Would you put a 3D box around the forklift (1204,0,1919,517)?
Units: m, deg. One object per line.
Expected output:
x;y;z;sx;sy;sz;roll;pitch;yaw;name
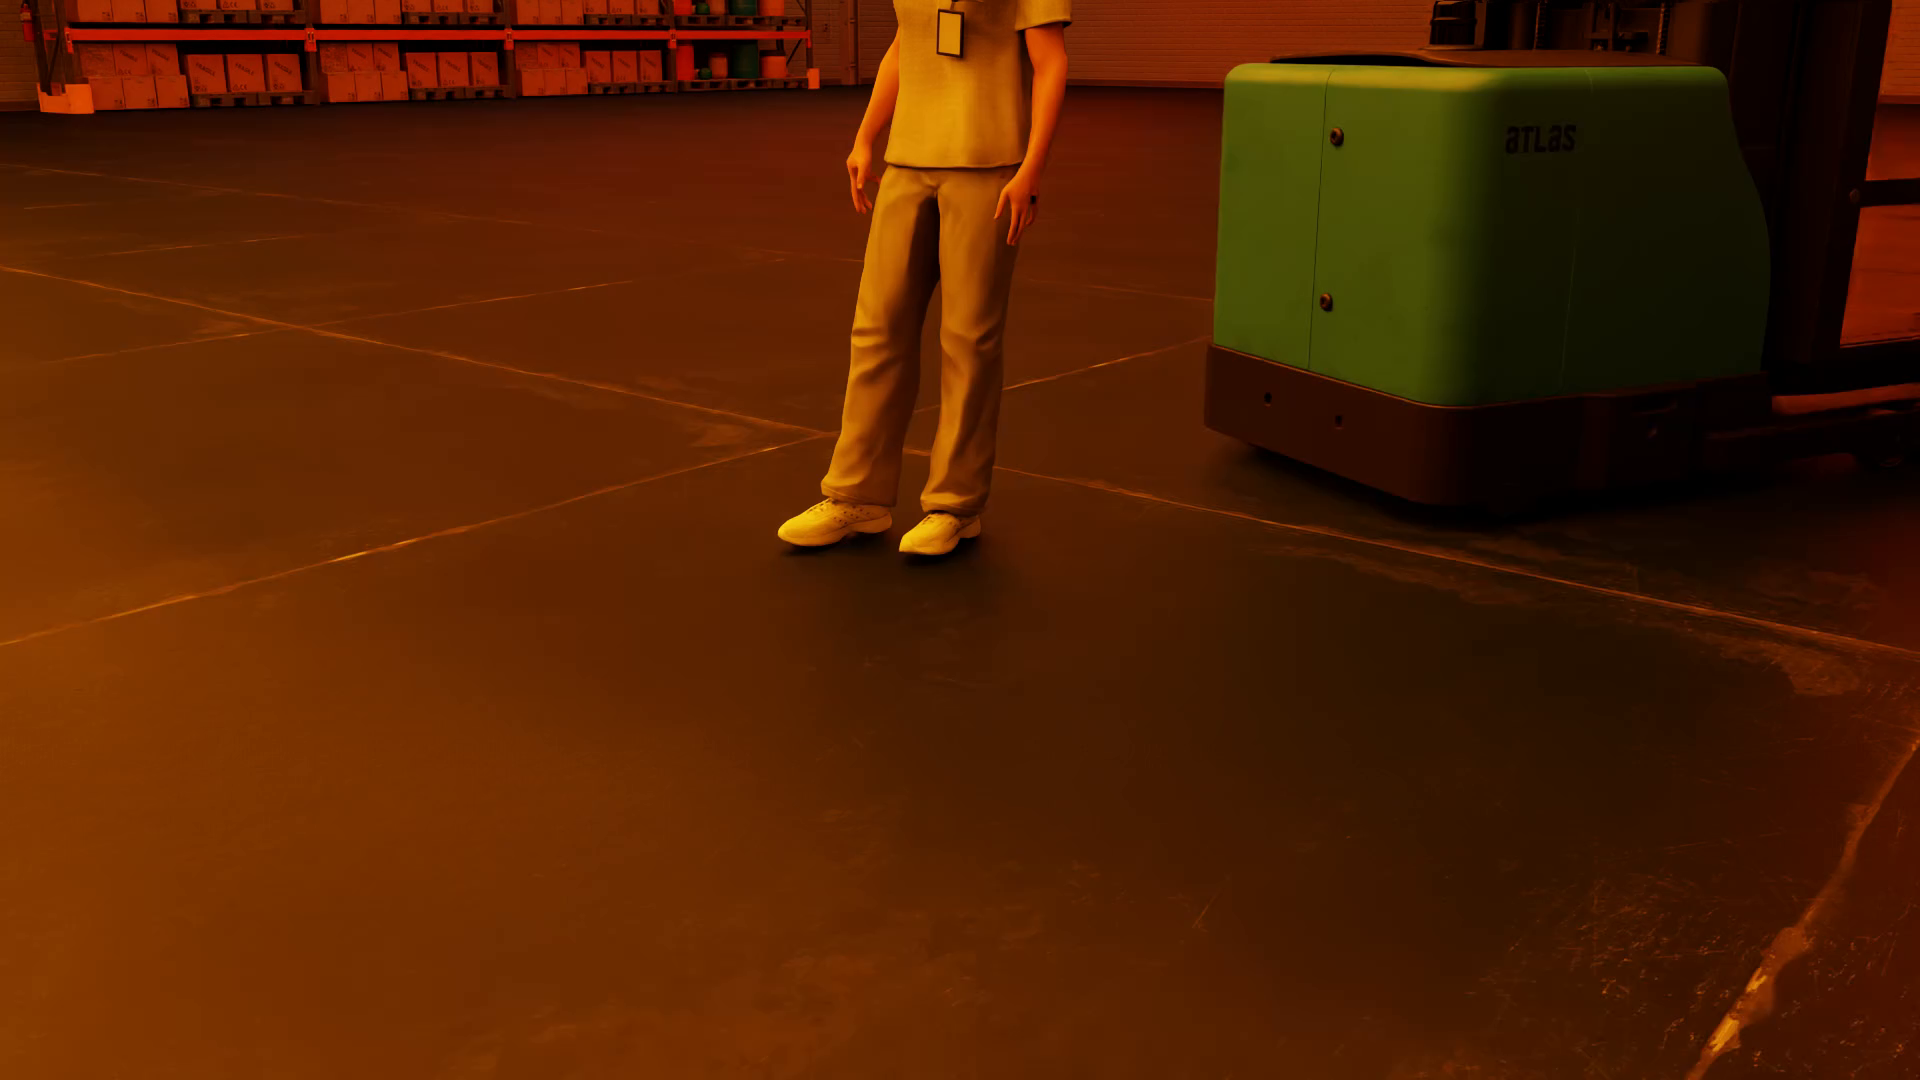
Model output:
2.258;-1.731;4.598;3.031;2.935;1.130;-8;19;-25;forklift

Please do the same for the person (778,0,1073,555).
-0.063;-0.793;3.644;0.549;1.673;0.532;13;21;37;person
